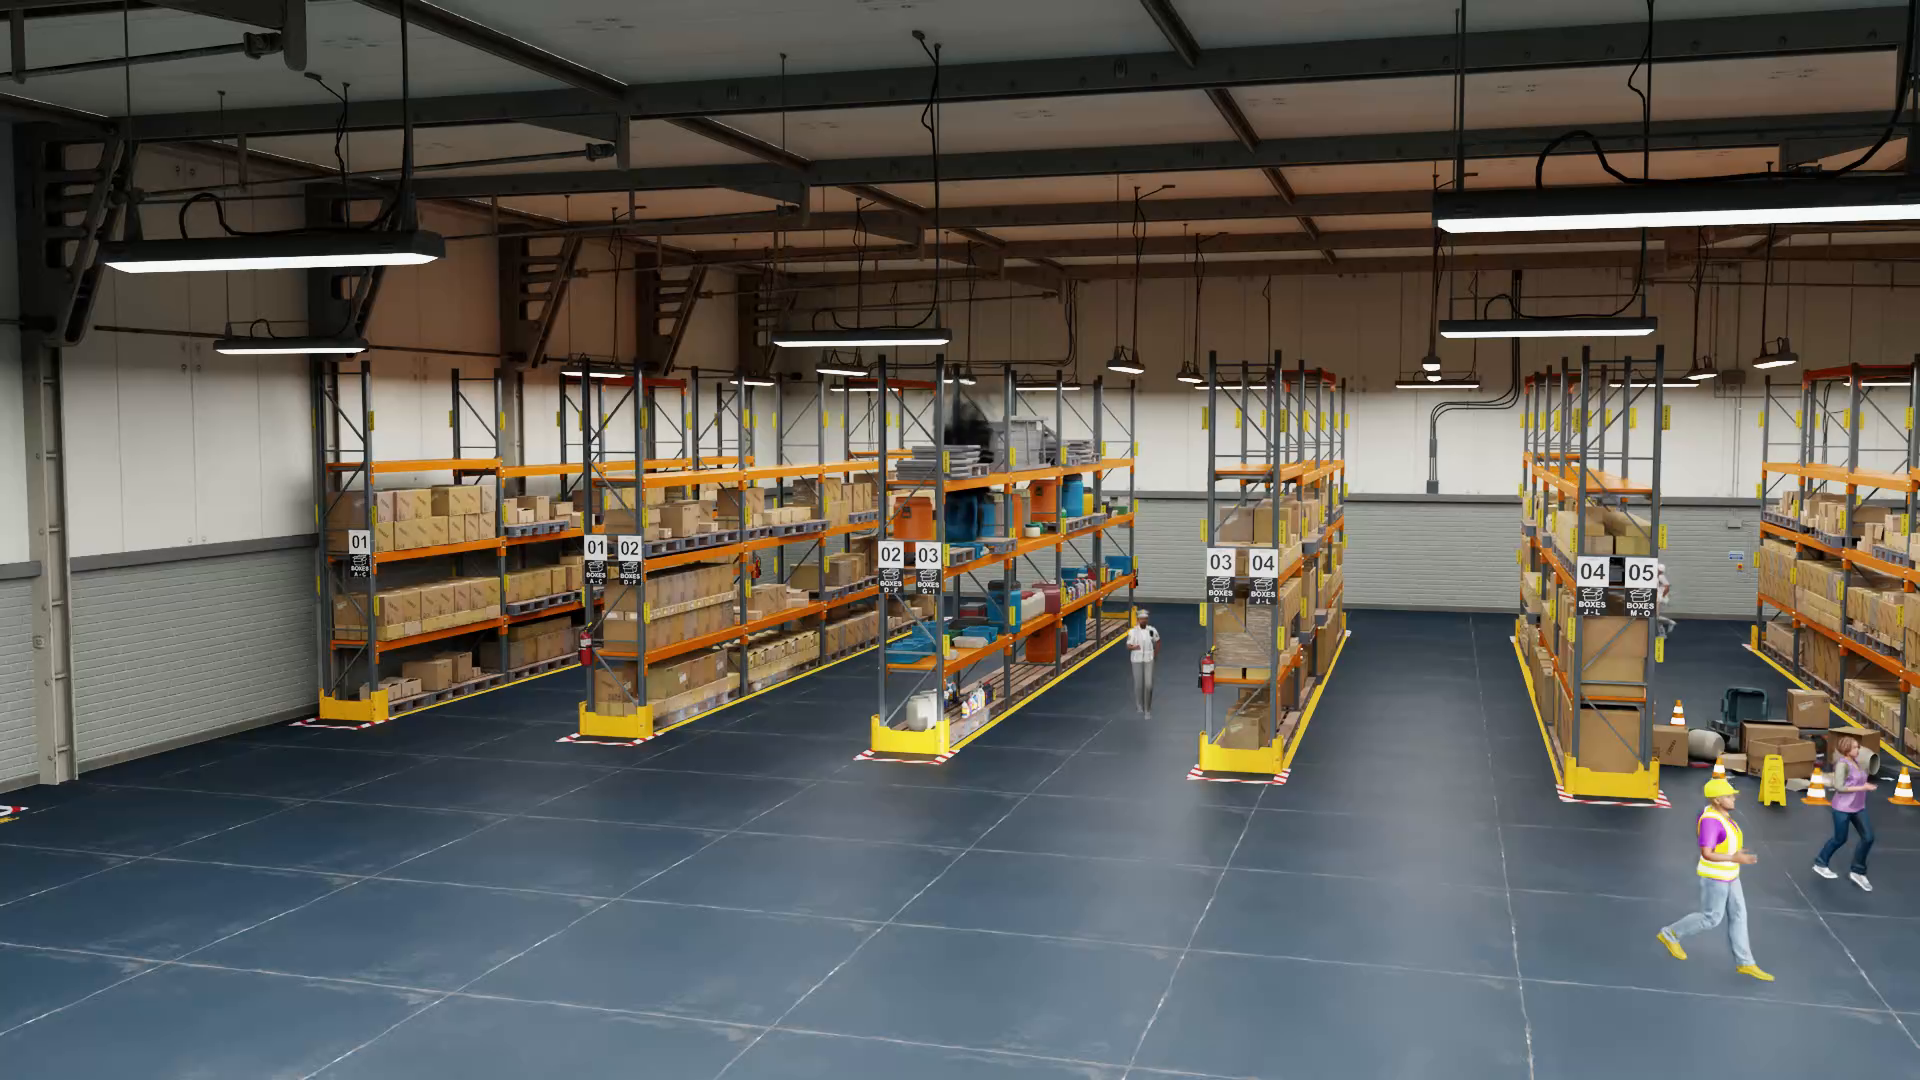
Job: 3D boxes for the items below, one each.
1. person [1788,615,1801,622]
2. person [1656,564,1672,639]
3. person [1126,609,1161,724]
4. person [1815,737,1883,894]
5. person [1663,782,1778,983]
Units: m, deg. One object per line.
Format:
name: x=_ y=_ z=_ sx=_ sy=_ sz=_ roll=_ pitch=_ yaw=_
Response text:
person: x=18.894 y=1.506 z=37.533 sx=0.758 sy=1.619 sz=1.092 roll=-2 pitch=5 yaw=-25
person: x=15.991 y=1.415 z=38.174 sx=0.660 sy=1.739 sz=0.693 roll=2 pitch=4 yaw=21
person: x=2.930 y=1.999 z=26.508 sx=0.558 sy=1.806 sz=0.679 roll=0 pitch=4 yaw=4
person: x=9.554 y=2.916 z=17.829 sx=0.520 sy=1.635 sz=0.706 roll=-2 pitch=5 yaw=-30
person: x=6.860 y=3.046 z=14.959 sx=0.952 sy=1.762 sz=0.702 roll=3 pitch=5 yaw=38
